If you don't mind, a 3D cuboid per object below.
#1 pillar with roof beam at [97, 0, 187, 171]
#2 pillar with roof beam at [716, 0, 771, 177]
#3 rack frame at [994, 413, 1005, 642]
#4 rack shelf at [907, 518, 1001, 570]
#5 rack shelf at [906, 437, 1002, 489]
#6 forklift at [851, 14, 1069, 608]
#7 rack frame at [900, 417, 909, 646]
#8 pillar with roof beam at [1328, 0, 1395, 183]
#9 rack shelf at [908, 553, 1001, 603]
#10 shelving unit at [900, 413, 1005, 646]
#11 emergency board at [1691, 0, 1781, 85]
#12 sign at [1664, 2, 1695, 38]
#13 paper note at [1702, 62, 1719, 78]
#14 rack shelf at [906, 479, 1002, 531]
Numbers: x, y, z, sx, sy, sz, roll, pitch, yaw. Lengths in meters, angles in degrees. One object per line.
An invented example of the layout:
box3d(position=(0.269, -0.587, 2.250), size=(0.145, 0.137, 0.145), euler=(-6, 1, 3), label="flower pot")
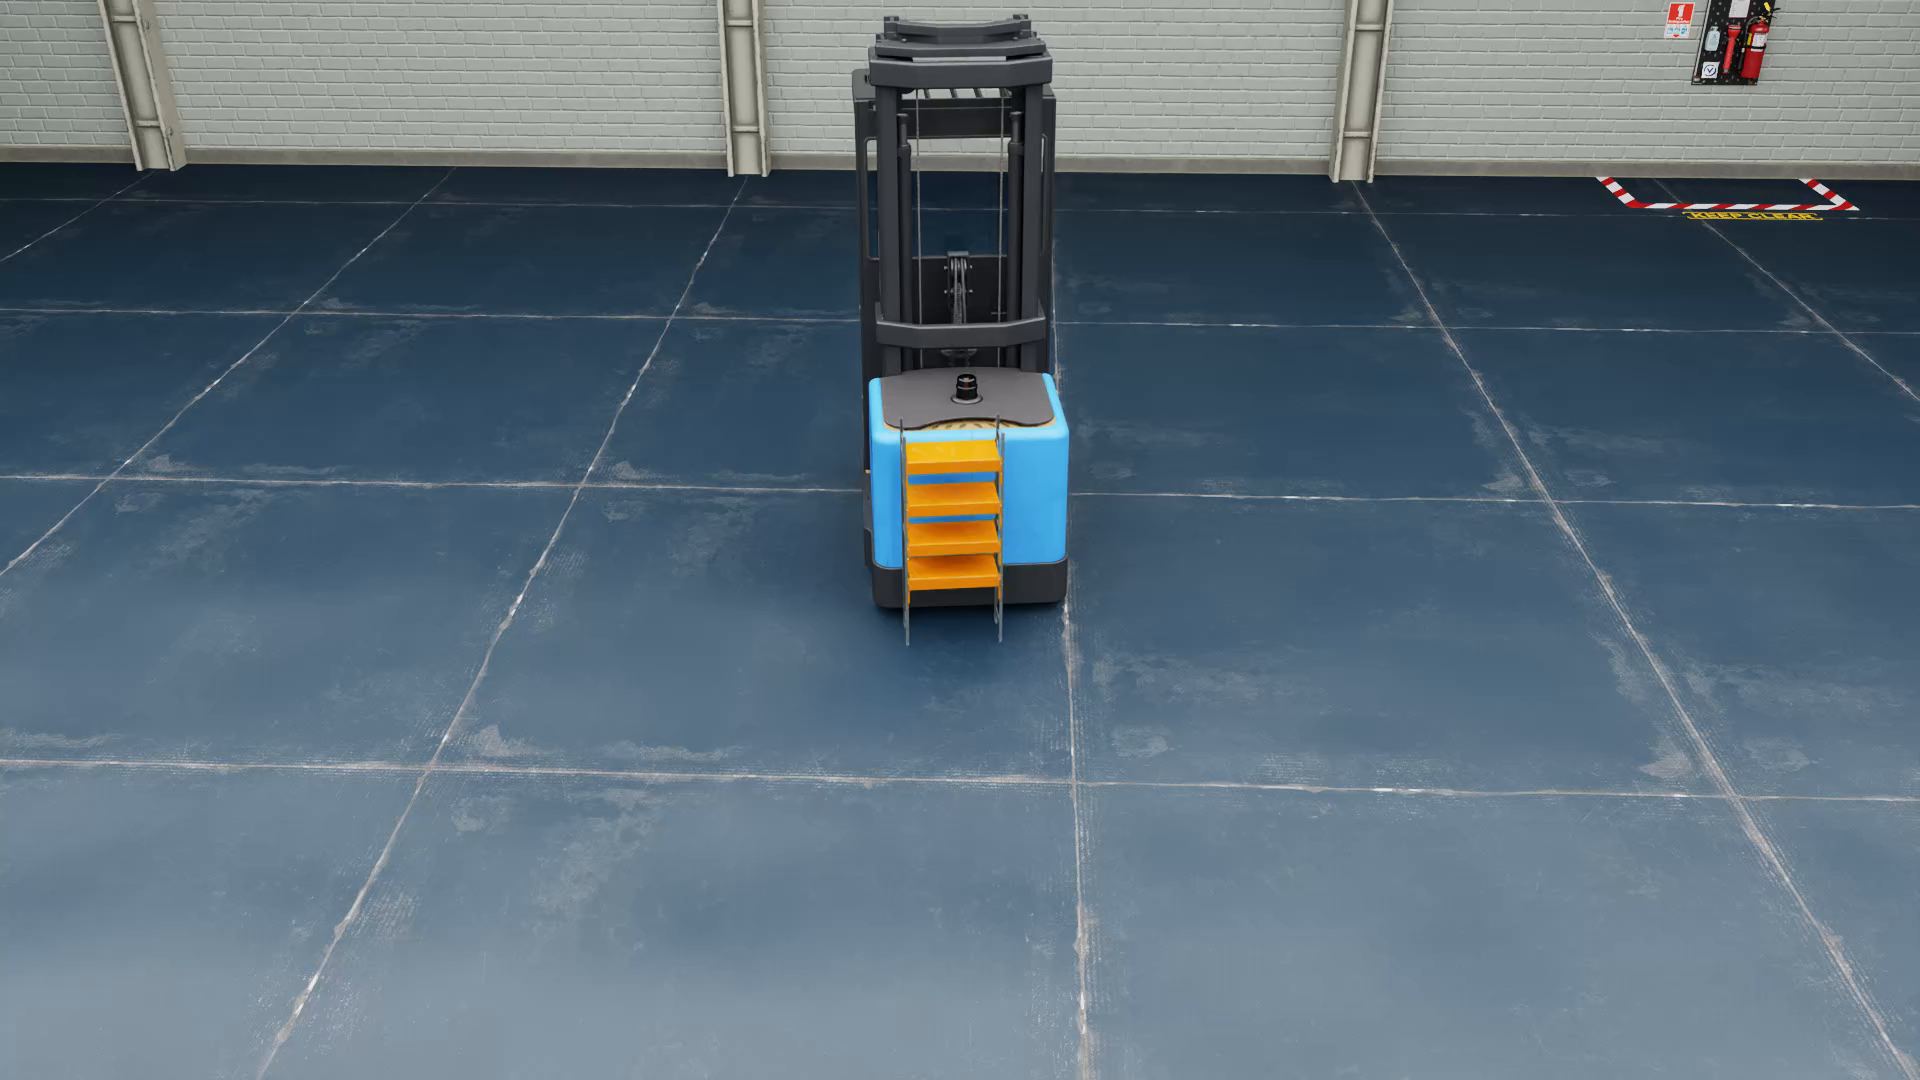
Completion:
box3d(position=(-8.262, -5.760, 11.008), size=(0.400, 9.000, 9.100), euler=(1, 28, 2), label="pillar with roof beam")
box3d(position=(-2.266, -5.661, 10.821), size=(0.400, 9.000, 9.100), euler=(1, 28, 2), label="pillar with roof beam")
box3d(position=(0.202, -0.052, 8.568), size=(0.015, 1.200, 0.240), euler=(-3, 28, -5), label="rack frame")
box3d(position=(-0.041, 0.018, 8.578), size=(0.480, 0.148, 0.258), euler=(-3, 28, -5), label="rack shelf")
box3d(position=(-0.041, -0.389, 8.363), size=(0.480, 0.148, 0.258), euler=(-3, 28, -5), label="rack shelf")
box3d(position=(-0.046, -1.588, 9.617), size=(1.130, 2.935, 3.031), euler=(-2, 28, -4), label="forklift")
box3d(position=(-0.284, -0.030, 8.526), size=(0.015, 1.200, 0.240), euler=(-3, 28, -5), label="rack frame")
box3d(position=(3.730, -5.562, 10.634), size=(0.400, 9.000, 9.100), euler=(1, 28, 2), label="pillar with roof beam")
box3d(position=(-0.041, 0.194, 8.671), size=(0.480, 0.148, 0.258), euler=(-3, 28, -5), label="rack shelf")
box3d(position=(-0.041, -0.041, 8.547), size=(0.503, 1.200, 0.258), euler=(-3, 28, -5), label="shelving unit")
box3d(position=(7.410, -4.886, 15.764), size=(0.643, 1.169, 0.194), euler=(1, 28, 2), label="emergency board")
box3d(position=(6.861, -4.959, 15.864), size=(0.234, 0.329, 0.001), euler=(1, 28, 2), label="sign")
box3d(position=(7.236, -4.532, 16.037), size=(0.142, 0.148, 0.016), euler=(1, 28, 2), label="paper note")
box3d(position=(-0.041, -0.180, 8.474), size=(0.480, 0.148, 0.258), euler=(-3, 28, -5), label="rack shelf")
